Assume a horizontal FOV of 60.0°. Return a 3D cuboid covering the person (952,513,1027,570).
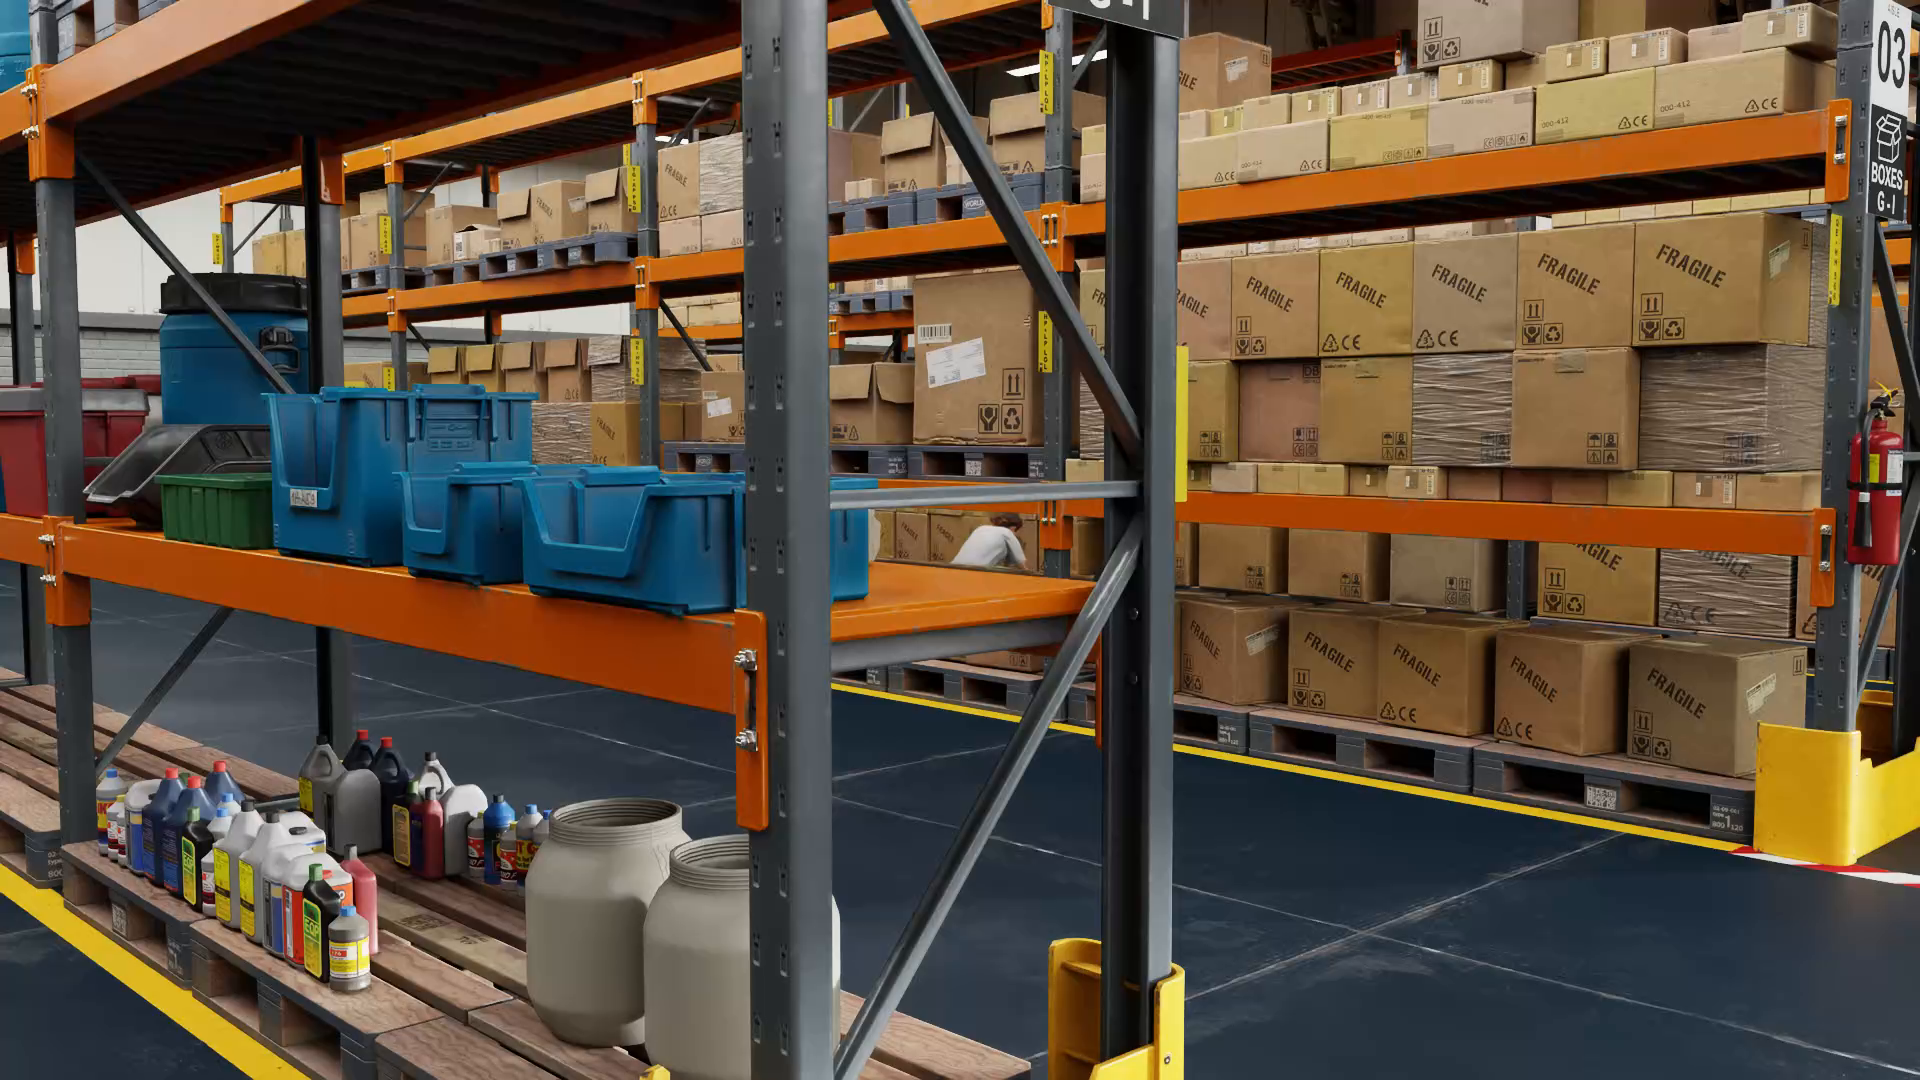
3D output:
[{"bbox_3d":[0.243,0.262,13.120,0.801,0.930,0.476,-4,6,-44],"label":"person"}]
